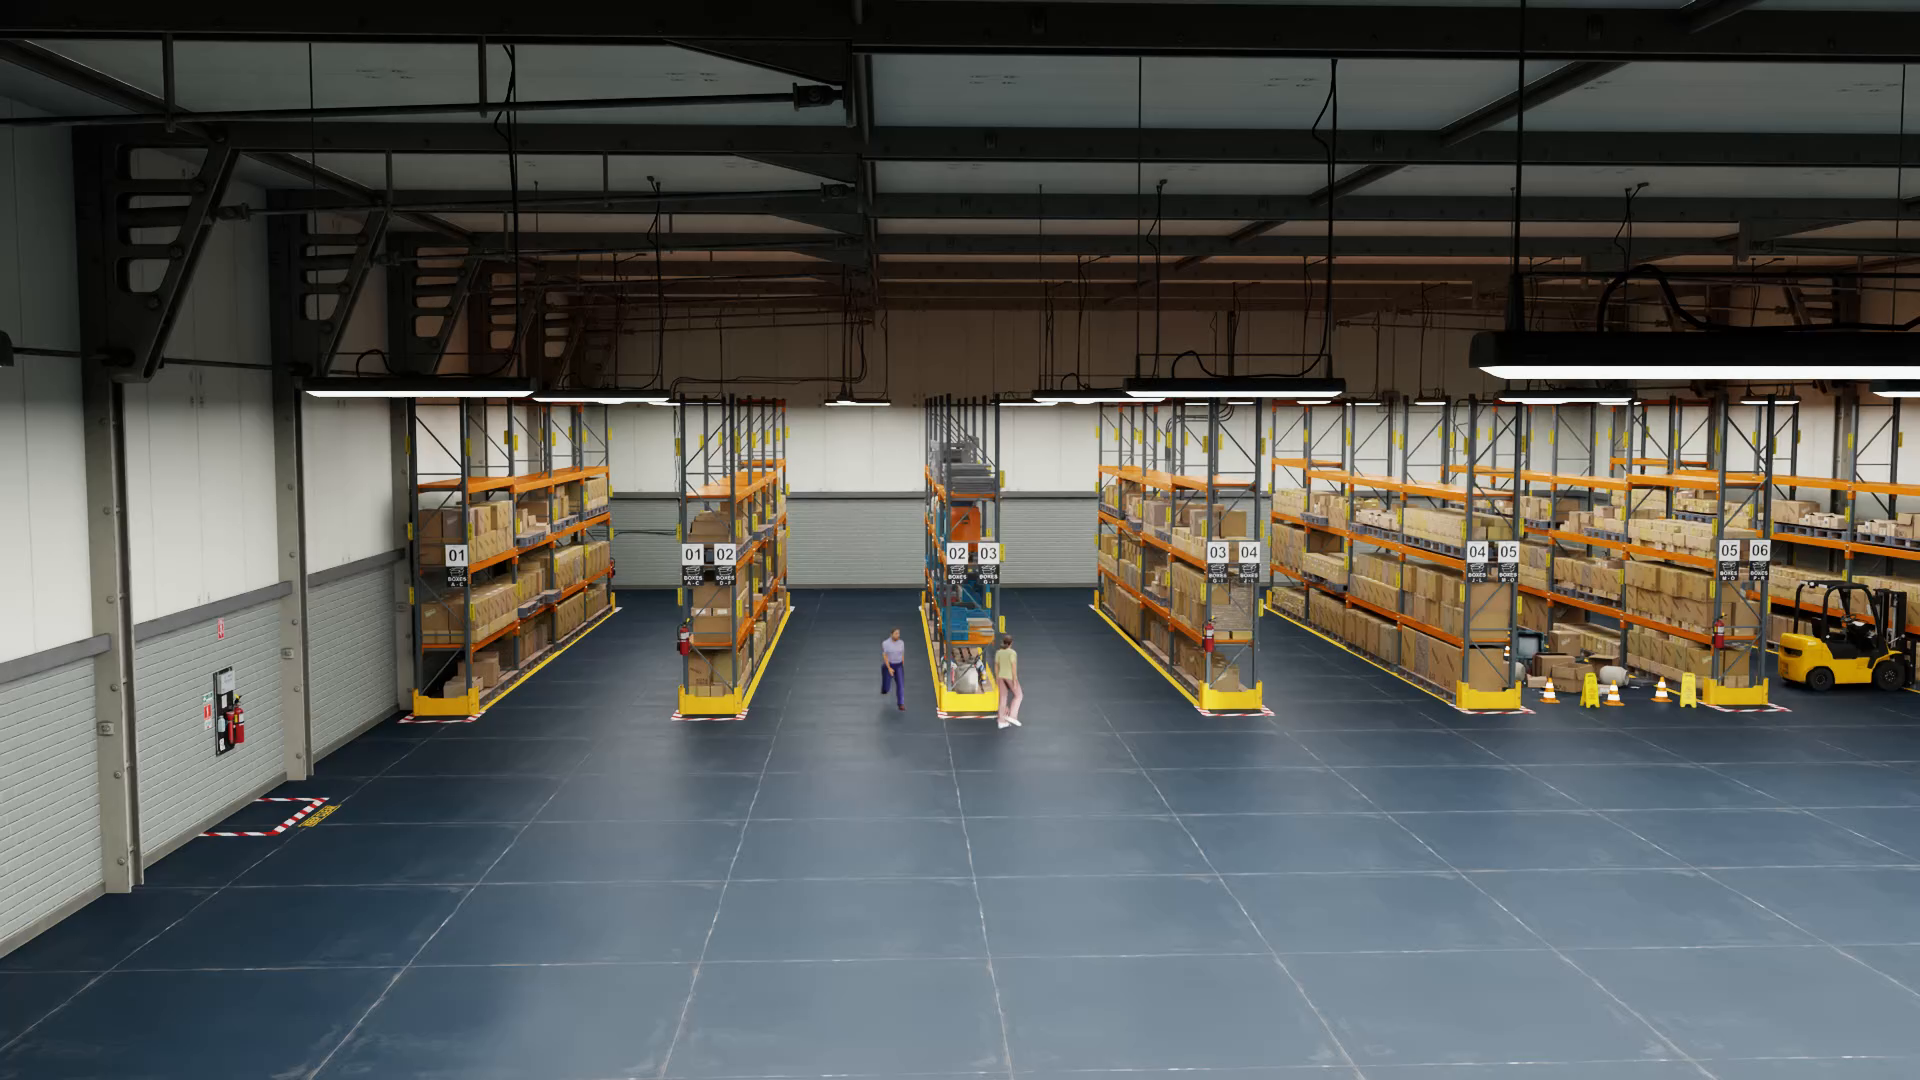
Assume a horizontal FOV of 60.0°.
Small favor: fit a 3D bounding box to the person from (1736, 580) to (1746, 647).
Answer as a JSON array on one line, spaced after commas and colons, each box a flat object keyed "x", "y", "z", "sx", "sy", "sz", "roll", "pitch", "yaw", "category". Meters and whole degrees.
[{"x": 18.197, "y": 1.744, "z": 38.890, "sx": 0.542, "sy": 1.765, "sz": 0.486, "roll": -2, "pitch": 5, "yaw": -24, "category": "person"}]

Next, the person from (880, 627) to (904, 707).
[{"x": -1.269, "y": 2.384, "z": 31.667, "sx": 0.468, "sy": 1.470, "sz": 0.888, "roll": -1, "pitch": 5, "yaw": -18, "category": "person"}]

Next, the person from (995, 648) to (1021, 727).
[{"x": 0.818, "y": 2.648, "z": 29.882, "sx": 0.463, "sy": 1.419, "sz": 0.415, "roll": 3, "pitch": 5, "yaw": 33, "category": "person"}]
